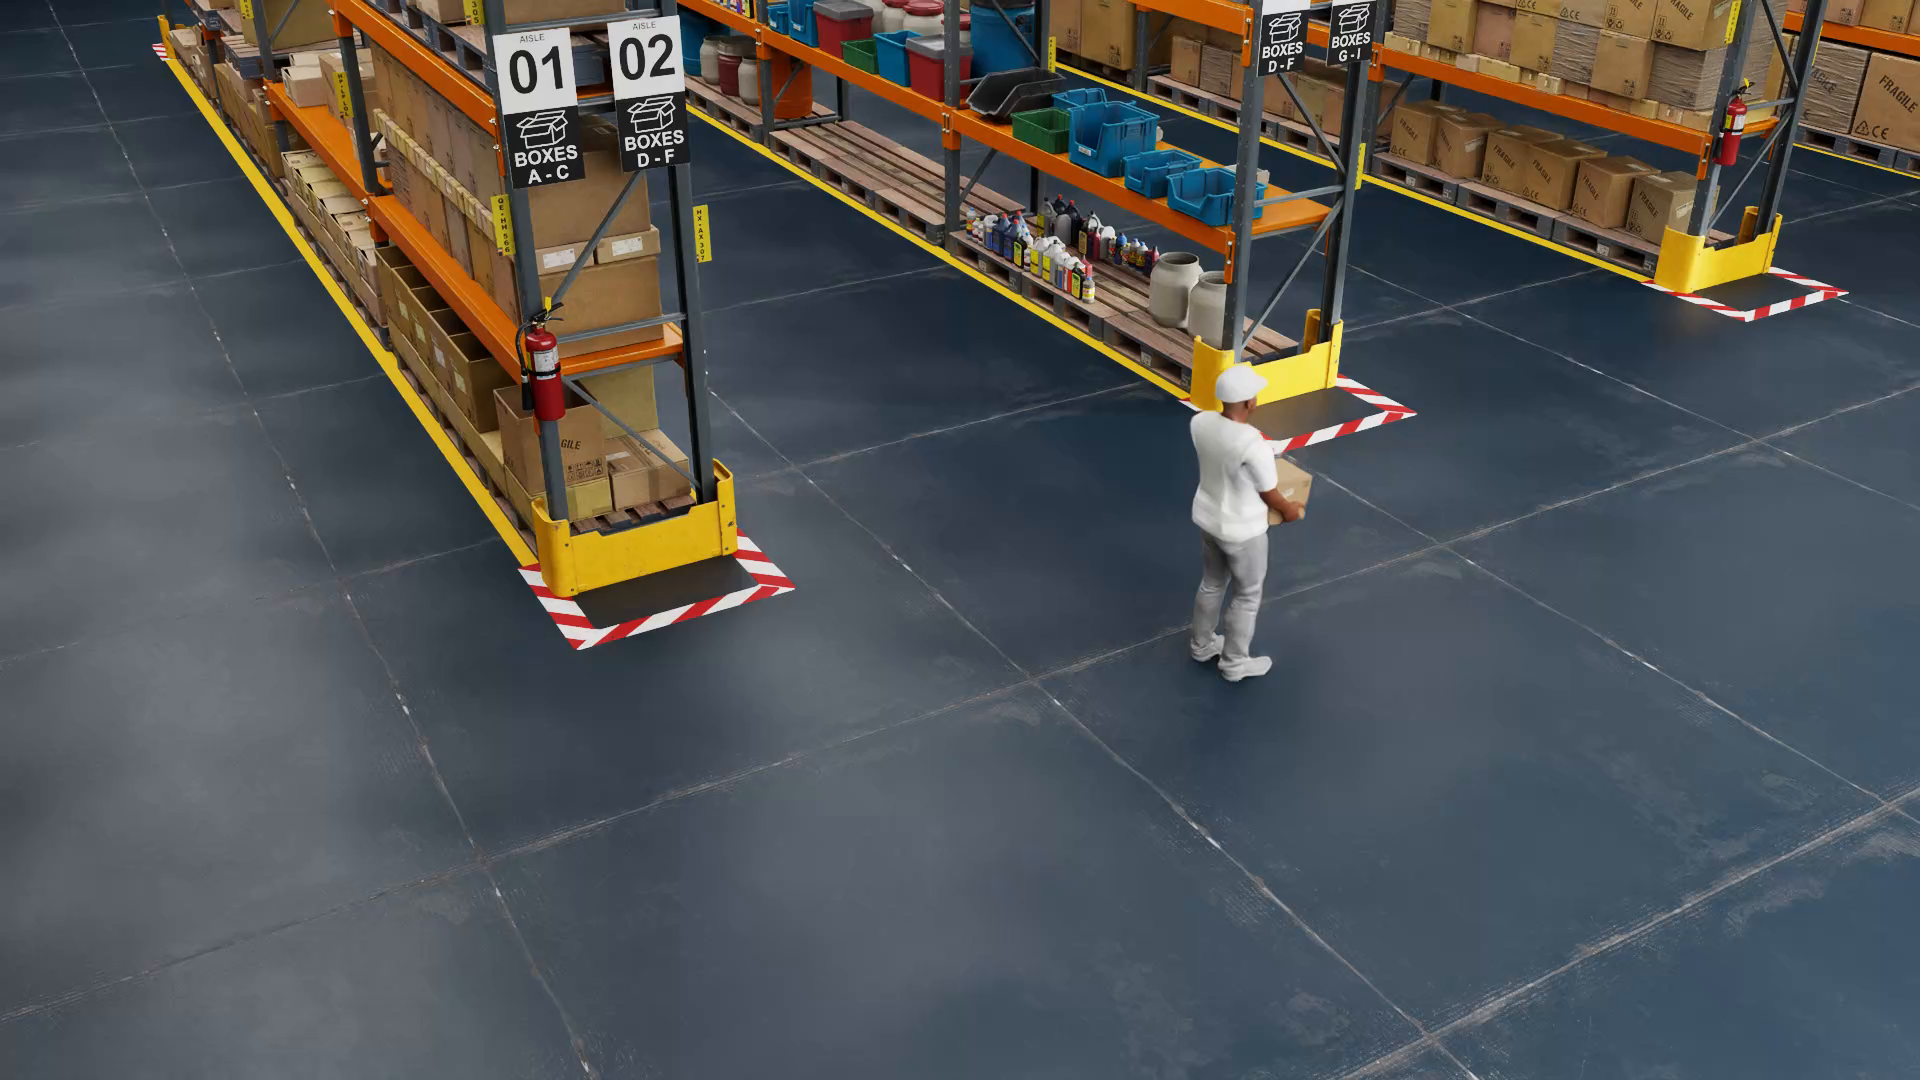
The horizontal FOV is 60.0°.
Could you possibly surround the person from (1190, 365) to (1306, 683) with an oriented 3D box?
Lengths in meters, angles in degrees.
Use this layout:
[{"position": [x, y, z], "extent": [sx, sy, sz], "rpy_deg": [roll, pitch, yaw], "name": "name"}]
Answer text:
[{"position": [1.500, -0.113, 8.743], "extent": [0.560, 1.769, 0.535], "rpy_deg": [-16, 33, -27], "name": "person"}]
